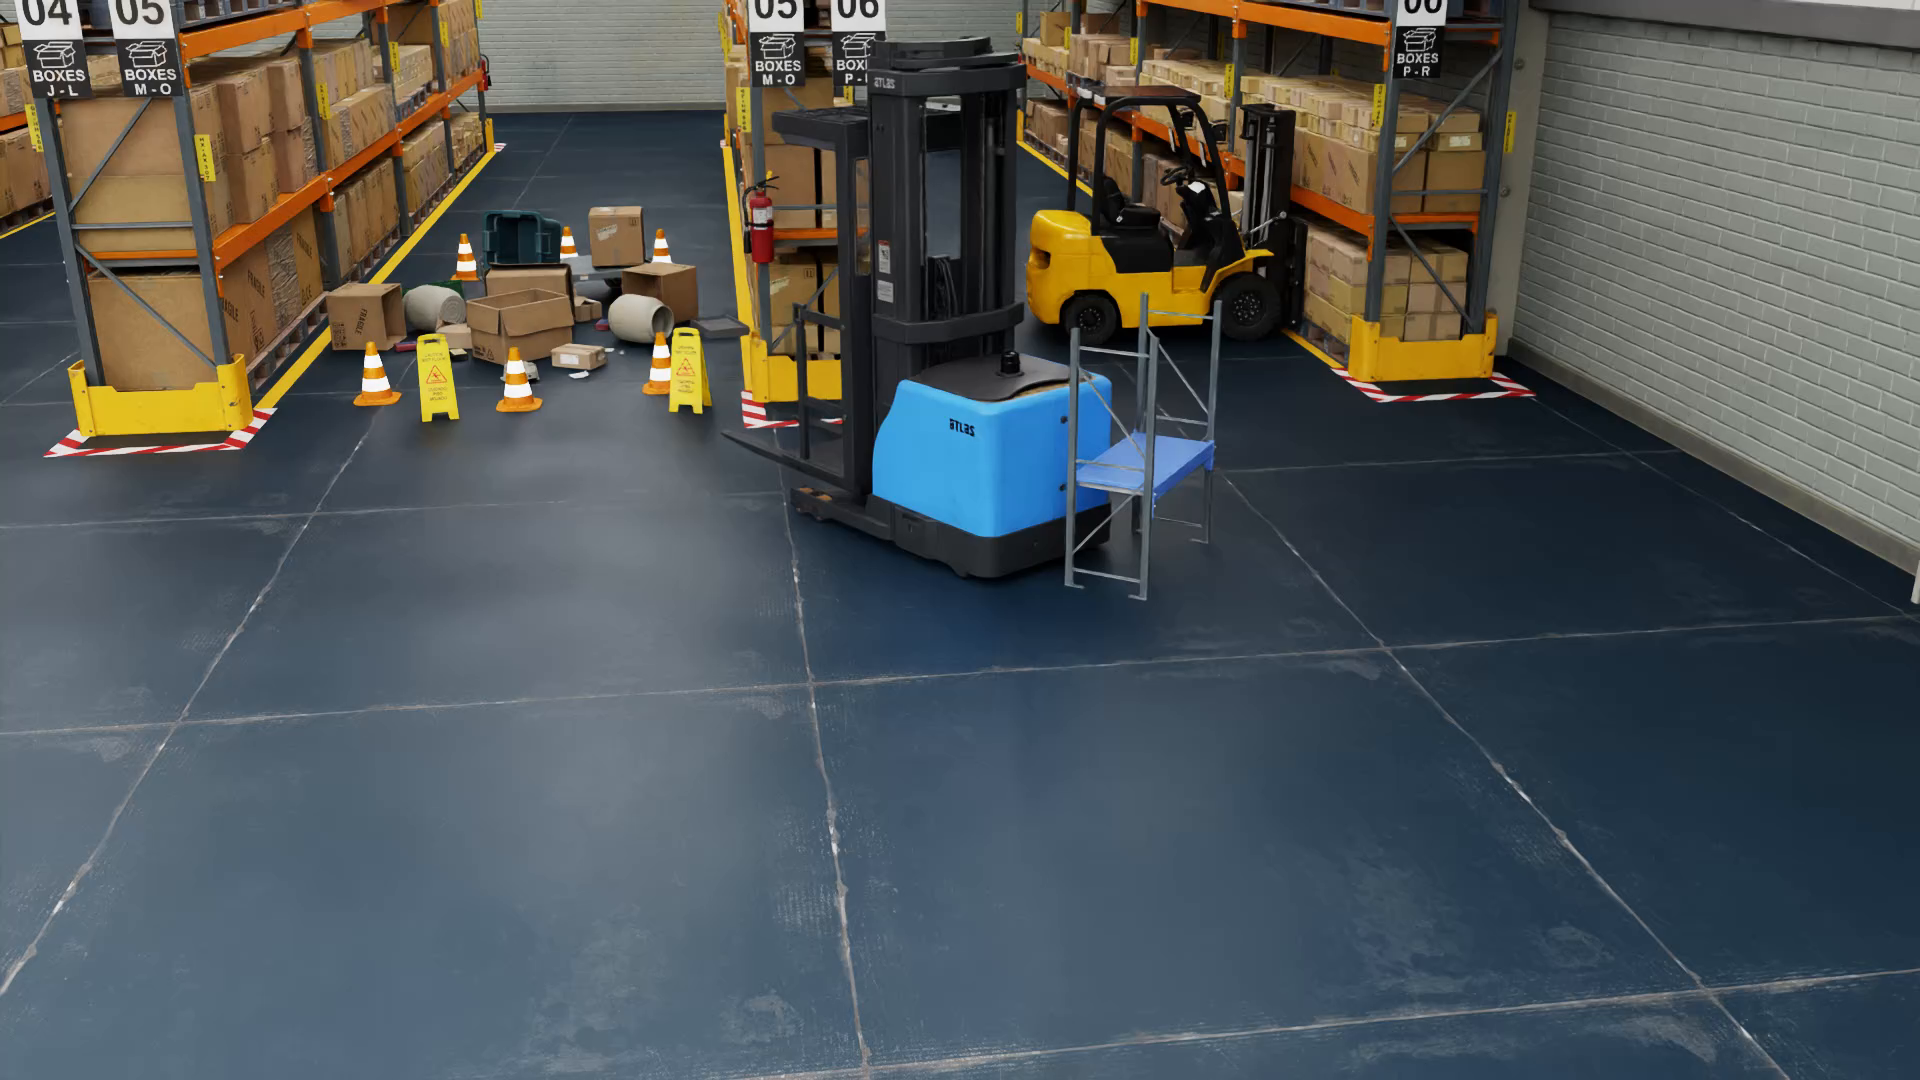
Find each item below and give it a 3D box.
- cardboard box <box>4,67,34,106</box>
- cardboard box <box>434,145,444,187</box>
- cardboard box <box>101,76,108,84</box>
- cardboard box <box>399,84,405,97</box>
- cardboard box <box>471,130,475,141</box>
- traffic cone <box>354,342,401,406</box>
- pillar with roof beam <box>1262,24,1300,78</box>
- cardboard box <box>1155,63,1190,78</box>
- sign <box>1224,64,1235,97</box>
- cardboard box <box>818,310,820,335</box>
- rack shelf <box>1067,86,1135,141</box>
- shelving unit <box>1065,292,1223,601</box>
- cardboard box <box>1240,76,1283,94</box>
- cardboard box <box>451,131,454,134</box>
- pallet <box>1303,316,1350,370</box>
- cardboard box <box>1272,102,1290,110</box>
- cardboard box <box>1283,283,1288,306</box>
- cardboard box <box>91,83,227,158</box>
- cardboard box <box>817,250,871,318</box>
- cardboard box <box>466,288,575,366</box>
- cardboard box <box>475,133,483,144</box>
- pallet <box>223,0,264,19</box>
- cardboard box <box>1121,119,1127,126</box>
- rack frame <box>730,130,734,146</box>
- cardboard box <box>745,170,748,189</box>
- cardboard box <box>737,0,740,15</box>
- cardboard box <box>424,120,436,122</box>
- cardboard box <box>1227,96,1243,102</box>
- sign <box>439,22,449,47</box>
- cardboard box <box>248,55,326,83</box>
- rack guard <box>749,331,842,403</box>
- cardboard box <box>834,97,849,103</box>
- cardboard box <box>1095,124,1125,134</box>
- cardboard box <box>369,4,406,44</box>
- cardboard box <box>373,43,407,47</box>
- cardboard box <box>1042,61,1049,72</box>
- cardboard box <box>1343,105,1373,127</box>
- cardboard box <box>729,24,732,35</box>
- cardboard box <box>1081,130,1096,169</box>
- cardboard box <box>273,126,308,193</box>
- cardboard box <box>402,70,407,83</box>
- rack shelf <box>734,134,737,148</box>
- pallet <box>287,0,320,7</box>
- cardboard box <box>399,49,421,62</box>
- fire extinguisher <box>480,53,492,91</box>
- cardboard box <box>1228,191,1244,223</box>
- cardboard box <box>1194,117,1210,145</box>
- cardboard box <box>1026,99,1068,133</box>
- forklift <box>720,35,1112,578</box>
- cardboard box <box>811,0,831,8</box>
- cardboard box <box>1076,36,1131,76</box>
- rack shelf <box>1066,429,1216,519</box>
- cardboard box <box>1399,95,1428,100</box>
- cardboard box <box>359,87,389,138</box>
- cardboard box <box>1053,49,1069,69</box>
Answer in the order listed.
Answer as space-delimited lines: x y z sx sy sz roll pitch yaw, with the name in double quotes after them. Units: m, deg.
-12.117 -5.749 21.178 0.500 0.500 0.500 -3 21 -8 "cardboard box"
-7.249 -5.022 22.348 0.500 0.500 0.500 -3 21 -9 "cardboard box"
-12.468 -6.565 23.867 0.380 0.149 0.250 -3 21 -9 "cardboard box"
-7.085 -5.556 20.565 0.380 0.149 0.250 -2 21 -5 "cardboard box"
-7.733 -6.276 25.782 0.380 0.149 0.250 -3 21 -7 "cardboard box"
-4.620 -1.330 13.115 0.336 0.463 0.334 -3 21 -8 "traffic cone"
-0.487 -7.756 18.121 9.100 9.000 0.400 -3 21 -8 "pillar with roof beam"
2.550 -5.614 19.891 0.380 0.149 0.250 -2 21 -6 "cardboard box"
2.734 -4.659 16.860 0.100 0.325 0.005 -3 21 -8 "sign"
-0.974 -1.926 14.416 0.500 0.250 0.500 -2 21 -6 "cardboard box"
2.405 -5.924 22.819 1.077 0.370 4.000 -3 21 -8 "rack shelf"
1.062 -0.564 9.582 0.538 1.500 1.048 10 23 26 "shelving unit"
3.022 -4.549 16.613 0.380 0.149 0.250 -2 21 -7 "cardboard box"
-7.590 -5.871 24.271 0.380 0.149 0.250 -3 21 -9 "cardboard box"
3.694 -1.755 14.614 1.003 0.211 1.213 -3 21 -8 "pallet"
3.158 -4.053 15.710 0.380 0.149 0.250 -3 21 -8 "cardboard box"
3.243 -2.379 15.629 0.500 0.250 0.500 -2 21 -6 "cardboard box"
-6.135 -3.155 12.619 0.875 0.550 0.550 -3 21 -8 "cardboard box"
-0.912 -2.109 13.833 0.500 0.500 0.500 -4 21 -10 "cardboard box"
-3.824 -1.858 14.473 0.637 0.503 0.797 17 27 39 "cardboard box"
-7.836 -6.408 26.560 0.380 0.149 0.250 -2 21 -6 "cardboard box"
-6.245 -4.306 13.298 1.003 0.211 1.213 -3 21 -8 "pallet"
2.541 -5.996 24.028 0.380 0.149 0.250 -3 21 -7 "cardboard box"
-3.372 -8.087 27.582 1.000 3.000 0.127 -3 21 -8 "rack frame"
-1.739 -3.246 14.979 0.380 0.149 0.250 -3 21 -7 "cardboard box"
-1.740 -4.649 14.448 0.380 0.149 0.250 -3 21 -9 "cardboard box"
-8.299 -6.383 25.642 0.380 0.149 0.250 -2 21 -6 "cardboard box"
3.001 -4.642 17.287 0.380 0.149 0.250 -2 21 -6 "cardboard box"
-7.130 -6.989 22.987 0.100 0.325 0.005 -3 21 -8 "sign"
-6.679 -4.512 16.439 0.700 0.500 0.500 -3 21 -9 "cardboard box"
-1.076 -1.403 13.257 1.175 0.500 0.348 -3 21 -8 "rack guard"
-1.332 -3.977 16.010 0.500 0.500 0.500 -3 21 -9 "cardboard box"
2.122 -5.783 23.458 0.380 0.149 0.250 -3 21 -8 "cardboard box"
-8.014 -7.221 23.266 0.500 0.500 0.500 -4 21 -10 "cardboard box"
-8.028 -6.757 23.452 0.500 0.500 0.500 -3 21 -8 "cardboard box"
1.510 -7.555 26.515 0.380 0.149 0.250 -2 21 -7 "cardboard box"
3.455 -3.576 14.007 0.380 0.149 0.250 -2 21 -7 "cardboard box"
-2.699 -6.348 21.353 0.500 0.500 0.500 -3 21 -8 "cardboard box"
2.050 -5.617 23.940 0.500 0.500 0.500 -3 21 -8 "cardboard box"
-6.359 -3.401 14.822 0.875 0.550 0.550 -3 21 -8 "cardboard box"
-7.128 -5.788 20.760 0.380 0.149 0.250 -3 21 -8 "cardboard box"
-2.507 -5.673 22.145 1.077 0.370 4.000 -3 21 -8 "rack shelf"
-6.706 -5.278 16.047 0.805 0.209 1.217 -4 21 -10 "pallet"
-7.315 -6.373 21.900 0.380 0.149 0.250 -3 21 -8 "cardboard box"
-7.835 -7.702 27.194 0.296 0.674 0.183 -3 21 -8 "fire extinguisher"
3.029 -3.378 16.873 0.500 0.250 0.500 -3 21 -9 "cardboard box"
2.860 -4.449 18.055 0.500 0.250 0.500 -3 21 -8 "cardboard box"
1.534 -7.149 28.039 0.797 0.503 0.637 -4 21 -10 "cardboard box"
-0.437 -1.596 10.300 1.130 2.935 3.031 -17 26 -38 "forklift"
-0.874 -4.209 12.701 0.500 0.250 0.500 -3 21 -9 "cardboard box"
2.039 -6.839 23.498 0.700 0.500 0.500 -3 21 -7 "cardboard box"
1.062 -0.395 9.645 0.538 0.185 1.000 10 23 26 "rack shelf"
3.929 -3.871 14.799 0.380 0.149 0.250 -3 21 -9 "cardboard box"
-6.701 -4.764 18.542 0.500 0.500 0.500 -3 21 -8 "cardboard box"
1.715 -7.360 25.423 0.500 0.250 0.500 -3 21 -8 "cardboard box"
